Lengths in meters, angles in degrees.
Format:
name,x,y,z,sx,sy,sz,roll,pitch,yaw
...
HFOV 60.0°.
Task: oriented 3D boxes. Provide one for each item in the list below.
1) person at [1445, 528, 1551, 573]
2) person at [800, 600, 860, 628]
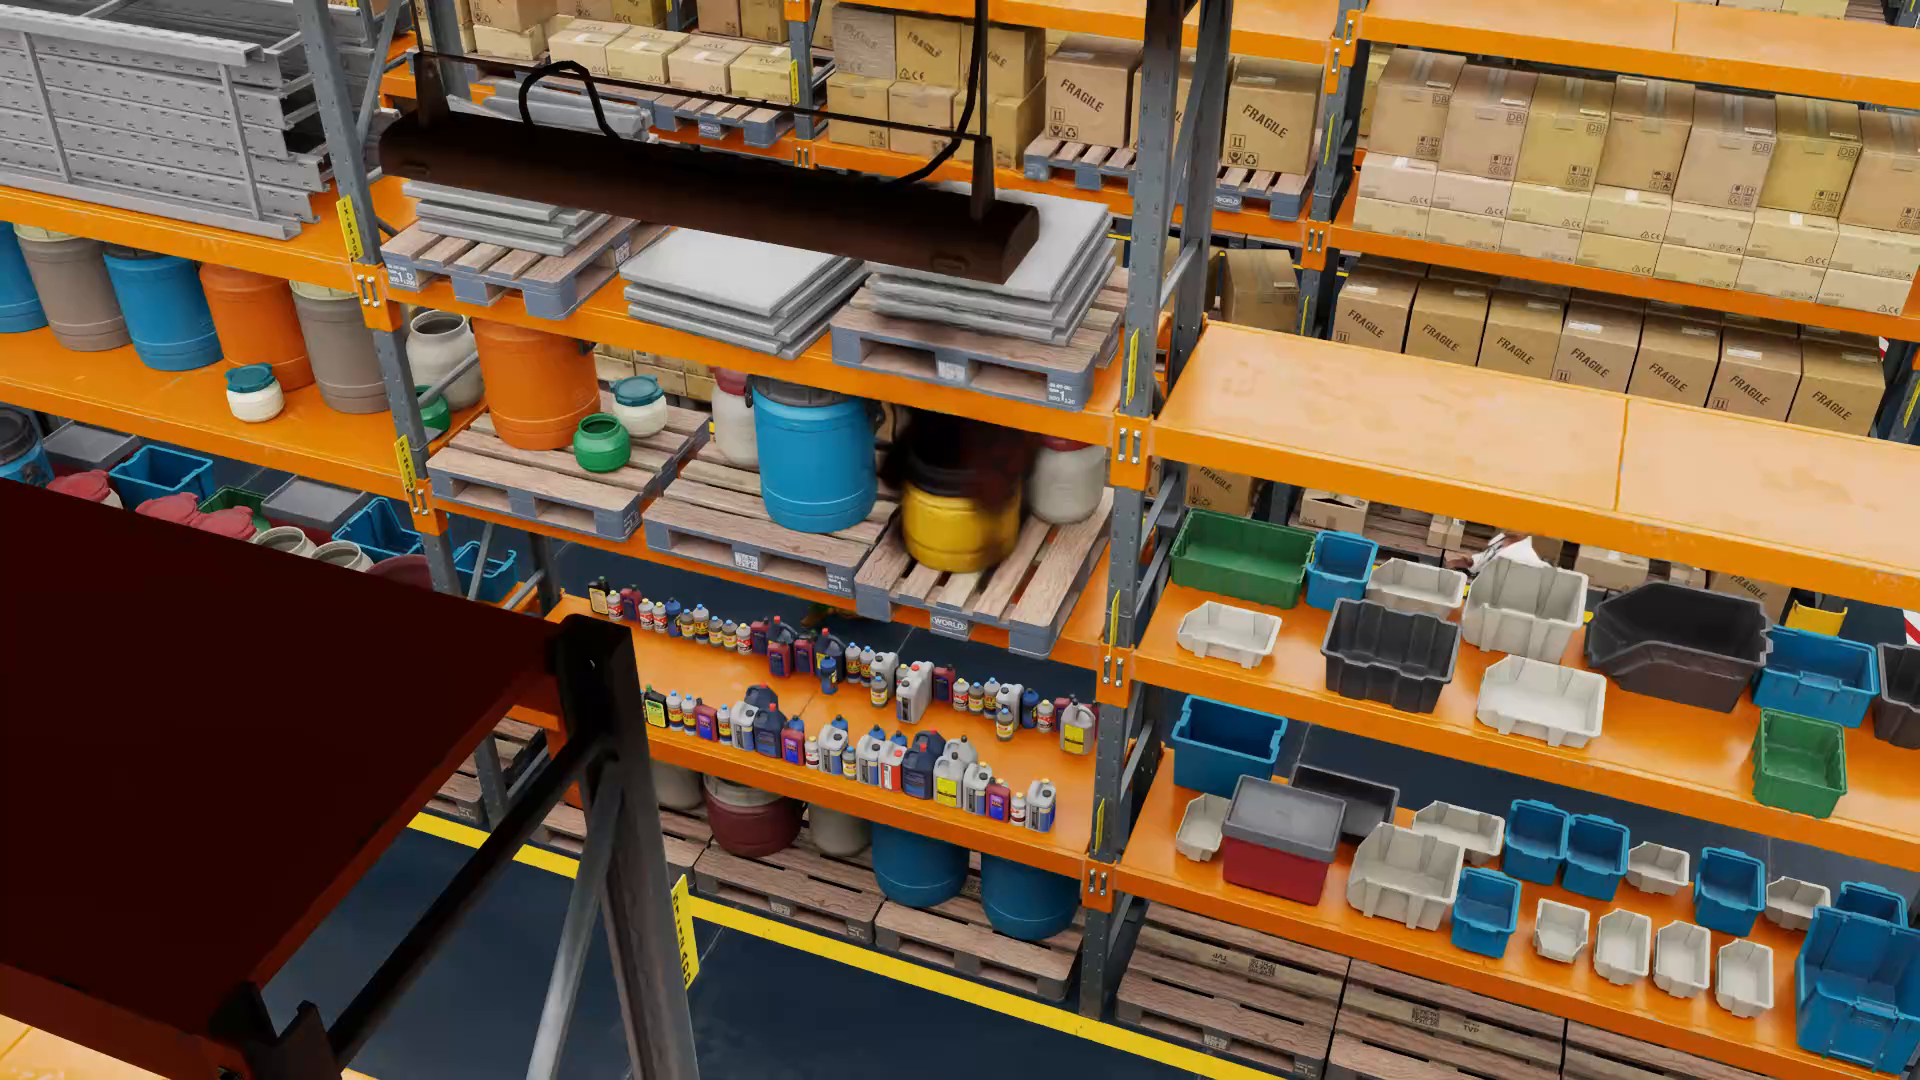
name,x,y,z,sx,sy,sz,roll,pitch,yaw
person,3.644,0.508,11.196,1.050,1.798,0.708,6,37,8
person,-0.989,-0.114,12.046,0.705,1.824,0.632,7,37,10
